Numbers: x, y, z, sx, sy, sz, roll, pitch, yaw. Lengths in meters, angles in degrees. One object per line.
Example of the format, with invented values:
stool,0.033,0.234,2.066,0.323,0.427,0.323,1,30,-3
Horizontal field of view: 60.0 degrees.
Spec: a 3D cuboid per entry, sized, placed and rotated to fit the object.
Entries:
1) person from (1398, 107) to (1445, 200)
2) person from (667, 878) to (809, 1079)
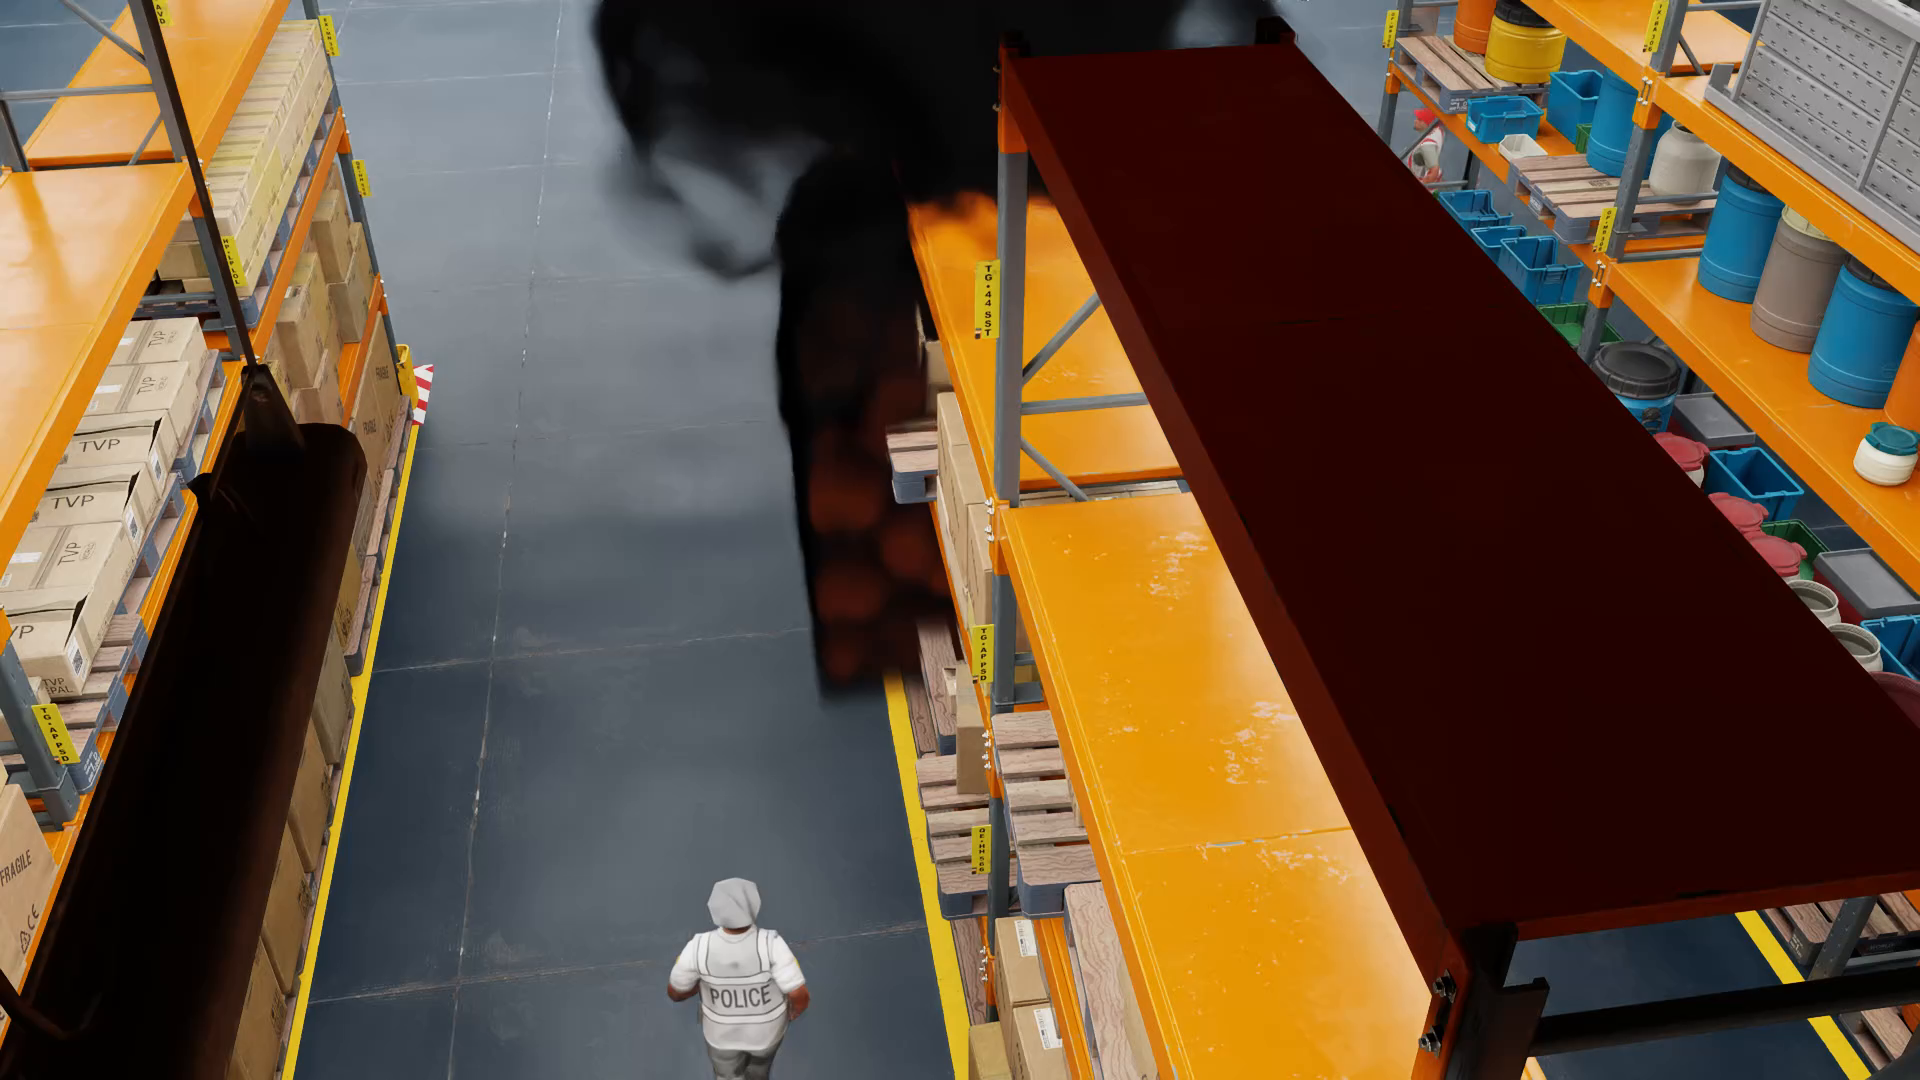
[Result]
person,4.713,-3.565,16.835,0.942,1.744,0.681,21,41,26
person,-1.074,2.390,8.252,0.686,1.795,0.871,-2,36,-3
